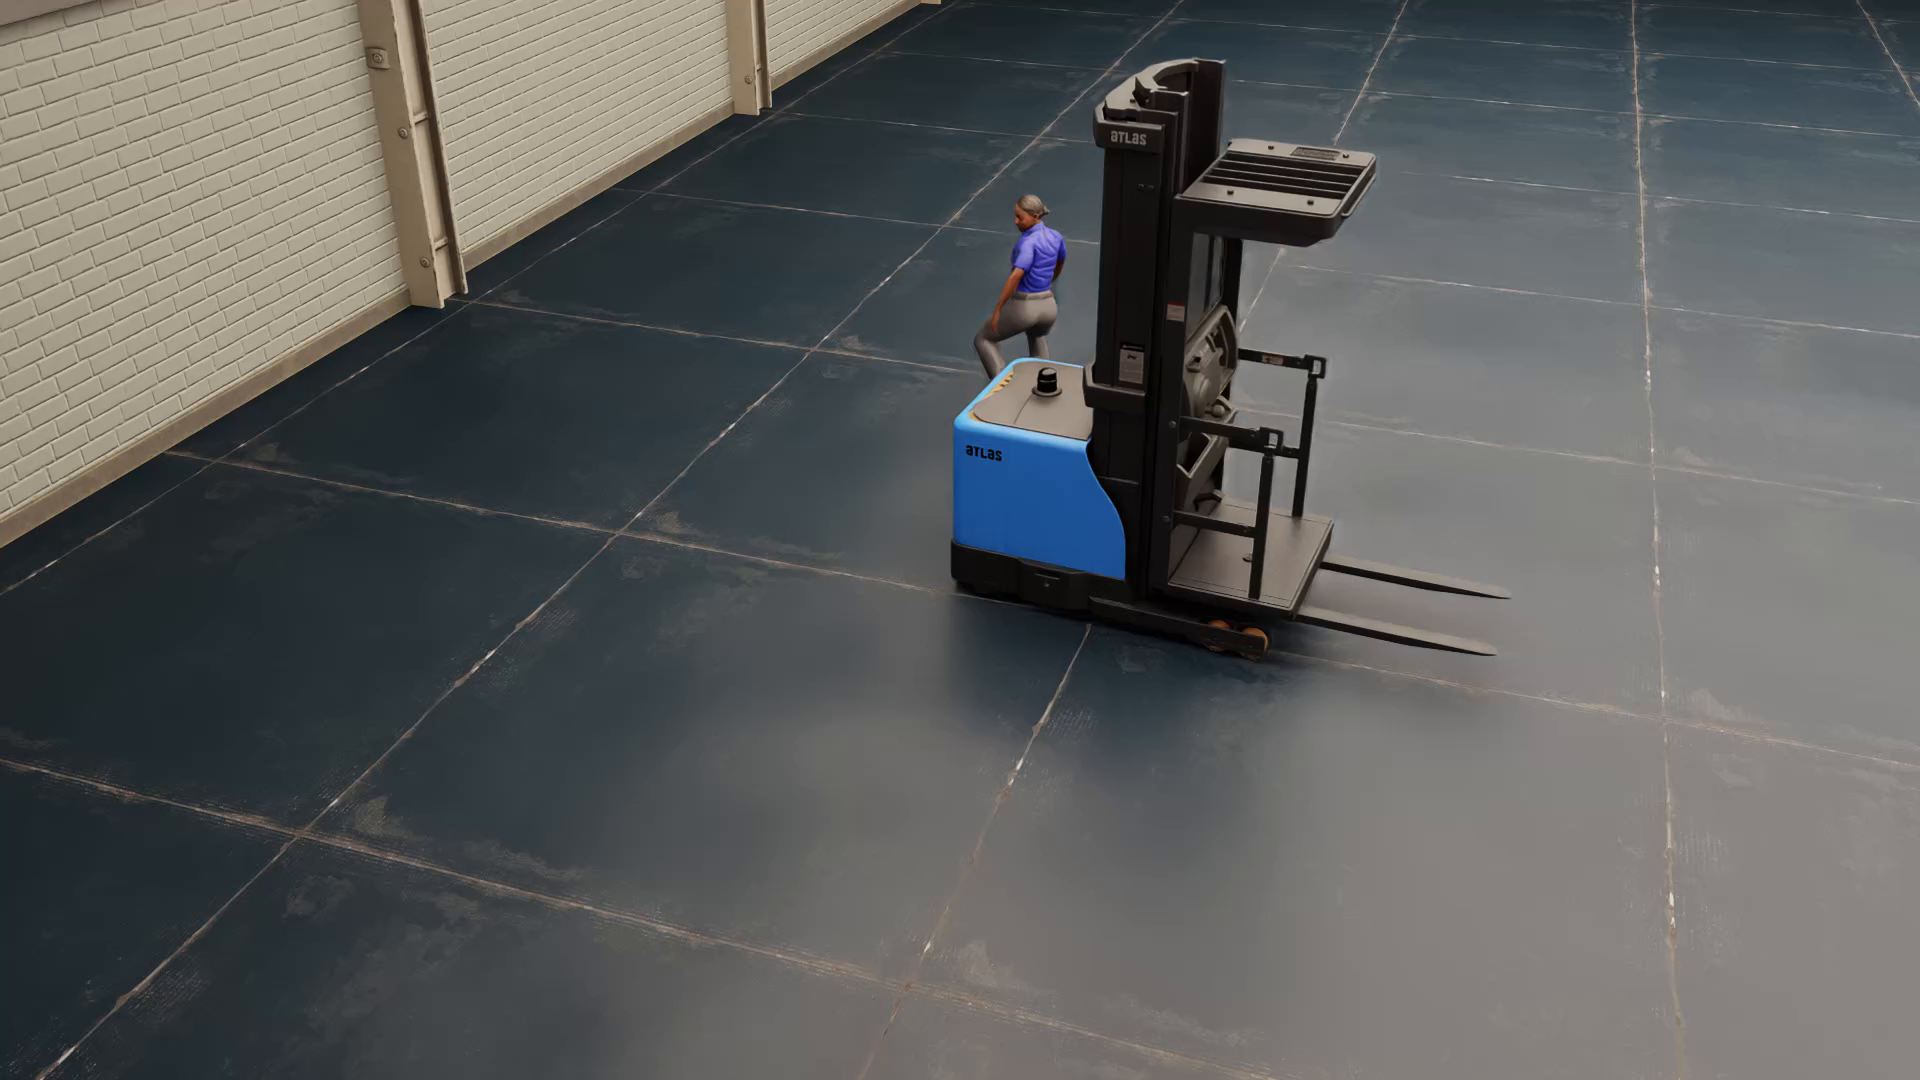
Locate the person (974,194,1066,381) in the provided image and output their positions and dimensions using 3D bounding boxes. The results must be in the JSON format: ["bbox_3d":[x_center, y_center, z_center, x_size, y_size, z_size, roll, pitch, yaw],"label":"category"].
[{"bbox_3d":[0.429,-1.610,11.393,0.799,1.553,0.509,-20,35,-31],"label":"person"}]

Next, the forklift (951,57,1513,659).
[{"bbox_3d":[1.513,-0.931,8.770,3.031,2.935,1.130,12,32,20],"label":"forklift"}]
